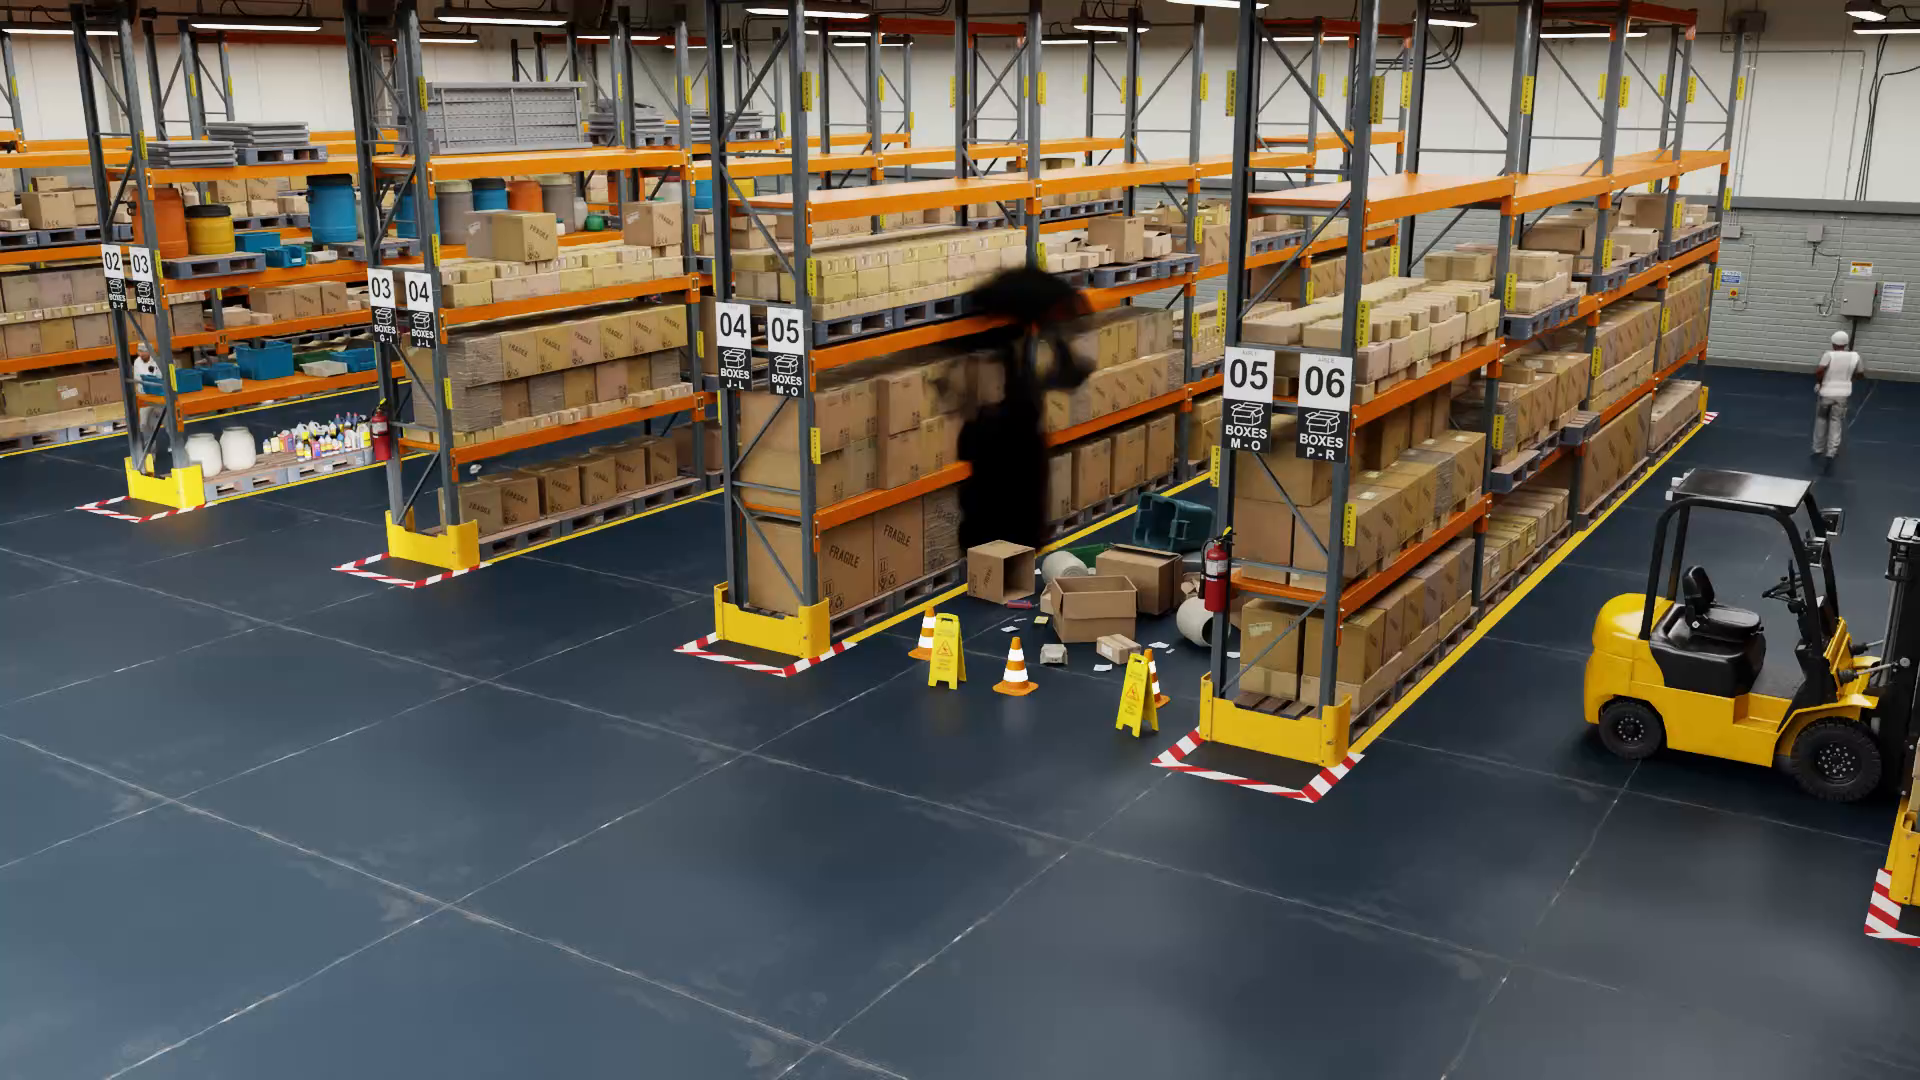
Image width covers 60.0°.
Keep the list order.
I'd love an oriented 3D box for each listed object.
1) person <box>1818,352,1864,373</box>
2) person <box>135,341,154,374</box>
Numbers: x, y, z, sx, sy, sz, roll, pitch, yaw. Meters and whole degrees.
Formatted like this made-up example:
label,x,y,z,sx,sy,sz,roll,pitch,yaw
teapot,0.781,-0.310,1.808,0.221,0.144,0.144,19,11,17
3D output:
label,x,y,z,sx,sy,sz,roll,pitch,yaw
person,12.078,-2.271,22.840,0.619,0.625,0.454,5,16,17
person,-11.217,-2.333,22.977,0.537,0.831,0.629,-1,16,-3
